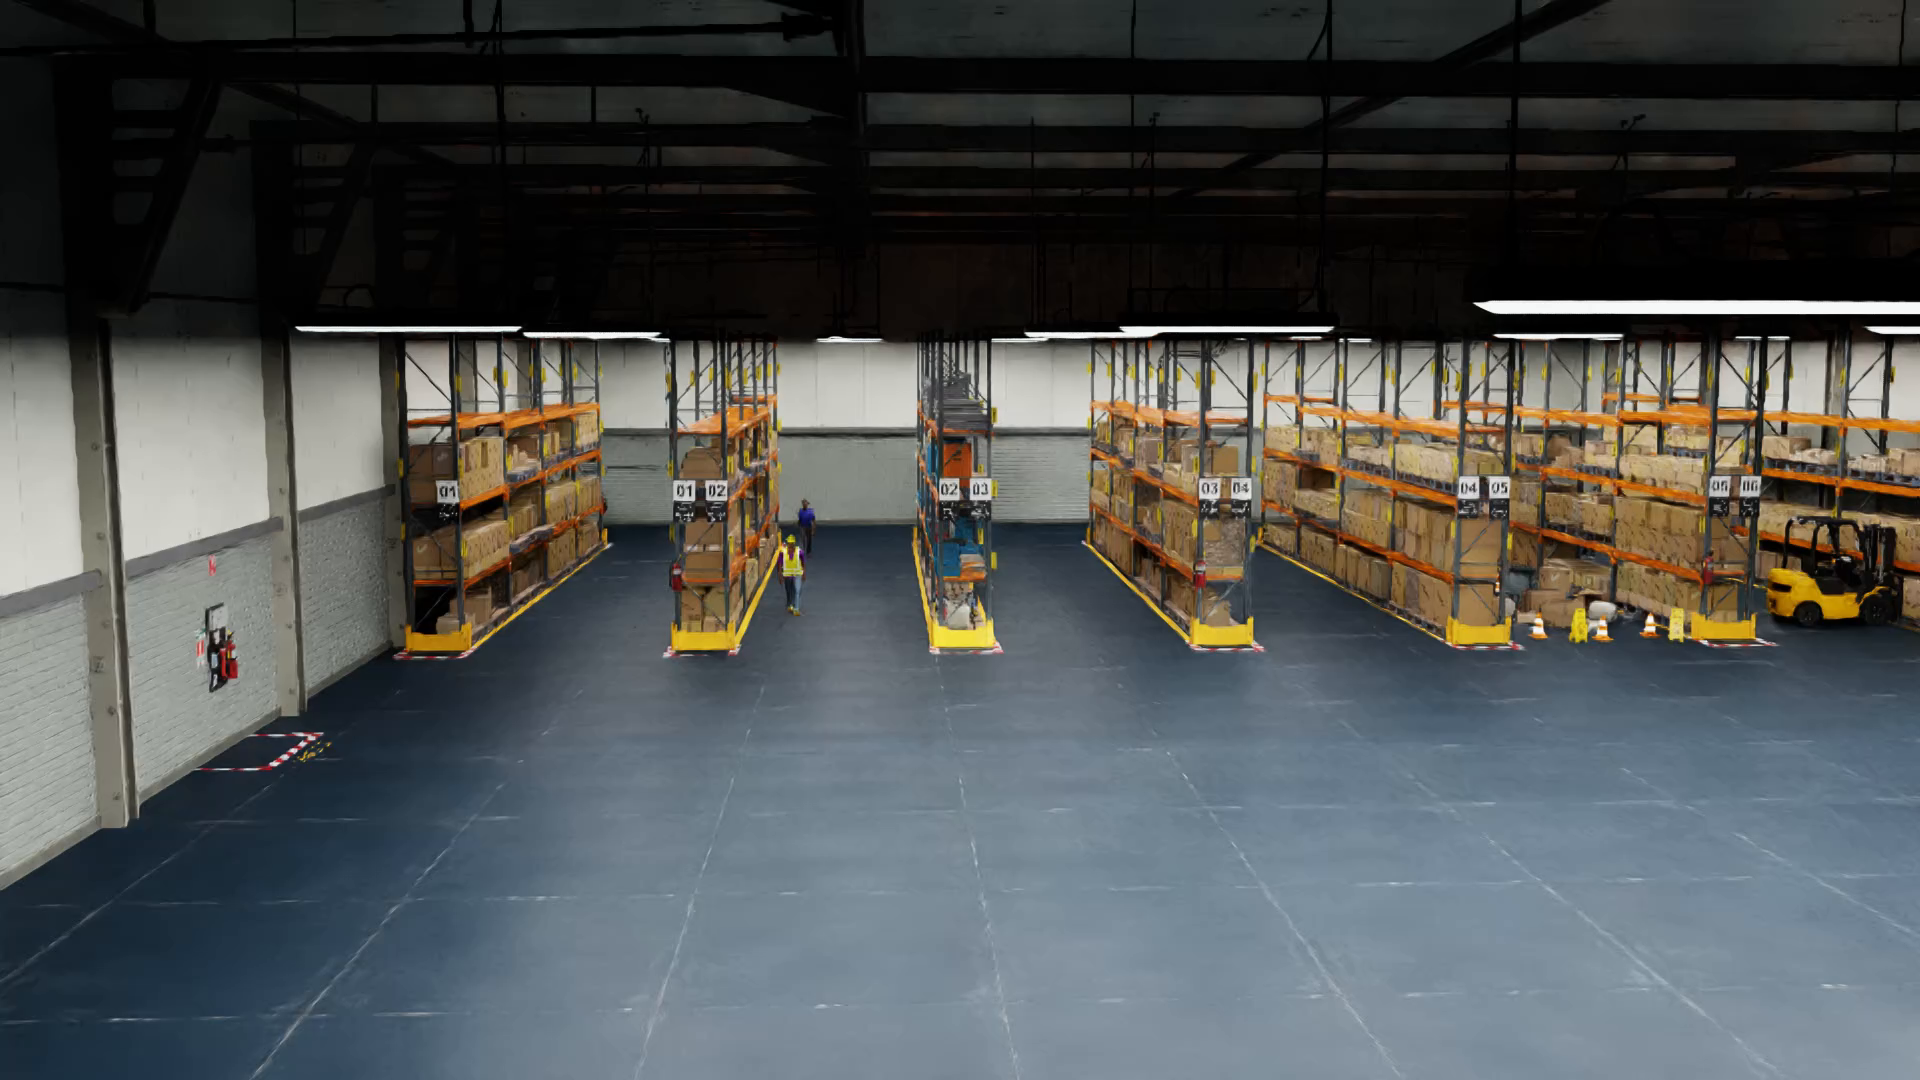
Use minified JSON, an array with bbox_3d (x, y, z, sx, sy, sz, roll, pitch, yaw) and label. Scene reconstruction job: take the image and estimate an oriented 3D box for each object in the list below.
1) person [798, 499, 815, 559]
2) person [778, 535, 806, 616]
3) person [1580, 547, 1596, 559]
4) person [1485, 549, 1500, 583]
[{"bbox_3d":[-4.091,-0.297,44.383,0.461,1.583,0.999,-1,7,-4],"label":"person"},{"bbox_3d":[-3.579,0.723,35.257,0.577,1.691,1.121,0,7,-1],"label":"person"},{"bbox_3d":[16.714,-0.305,44.348,0.536,1.590,0.534,3,7,21],"label":"person"},{"bbox_3d":[12.106,0.345,38.010,0.640,1.771,0.679,3,7,26],"label":"person"}]
